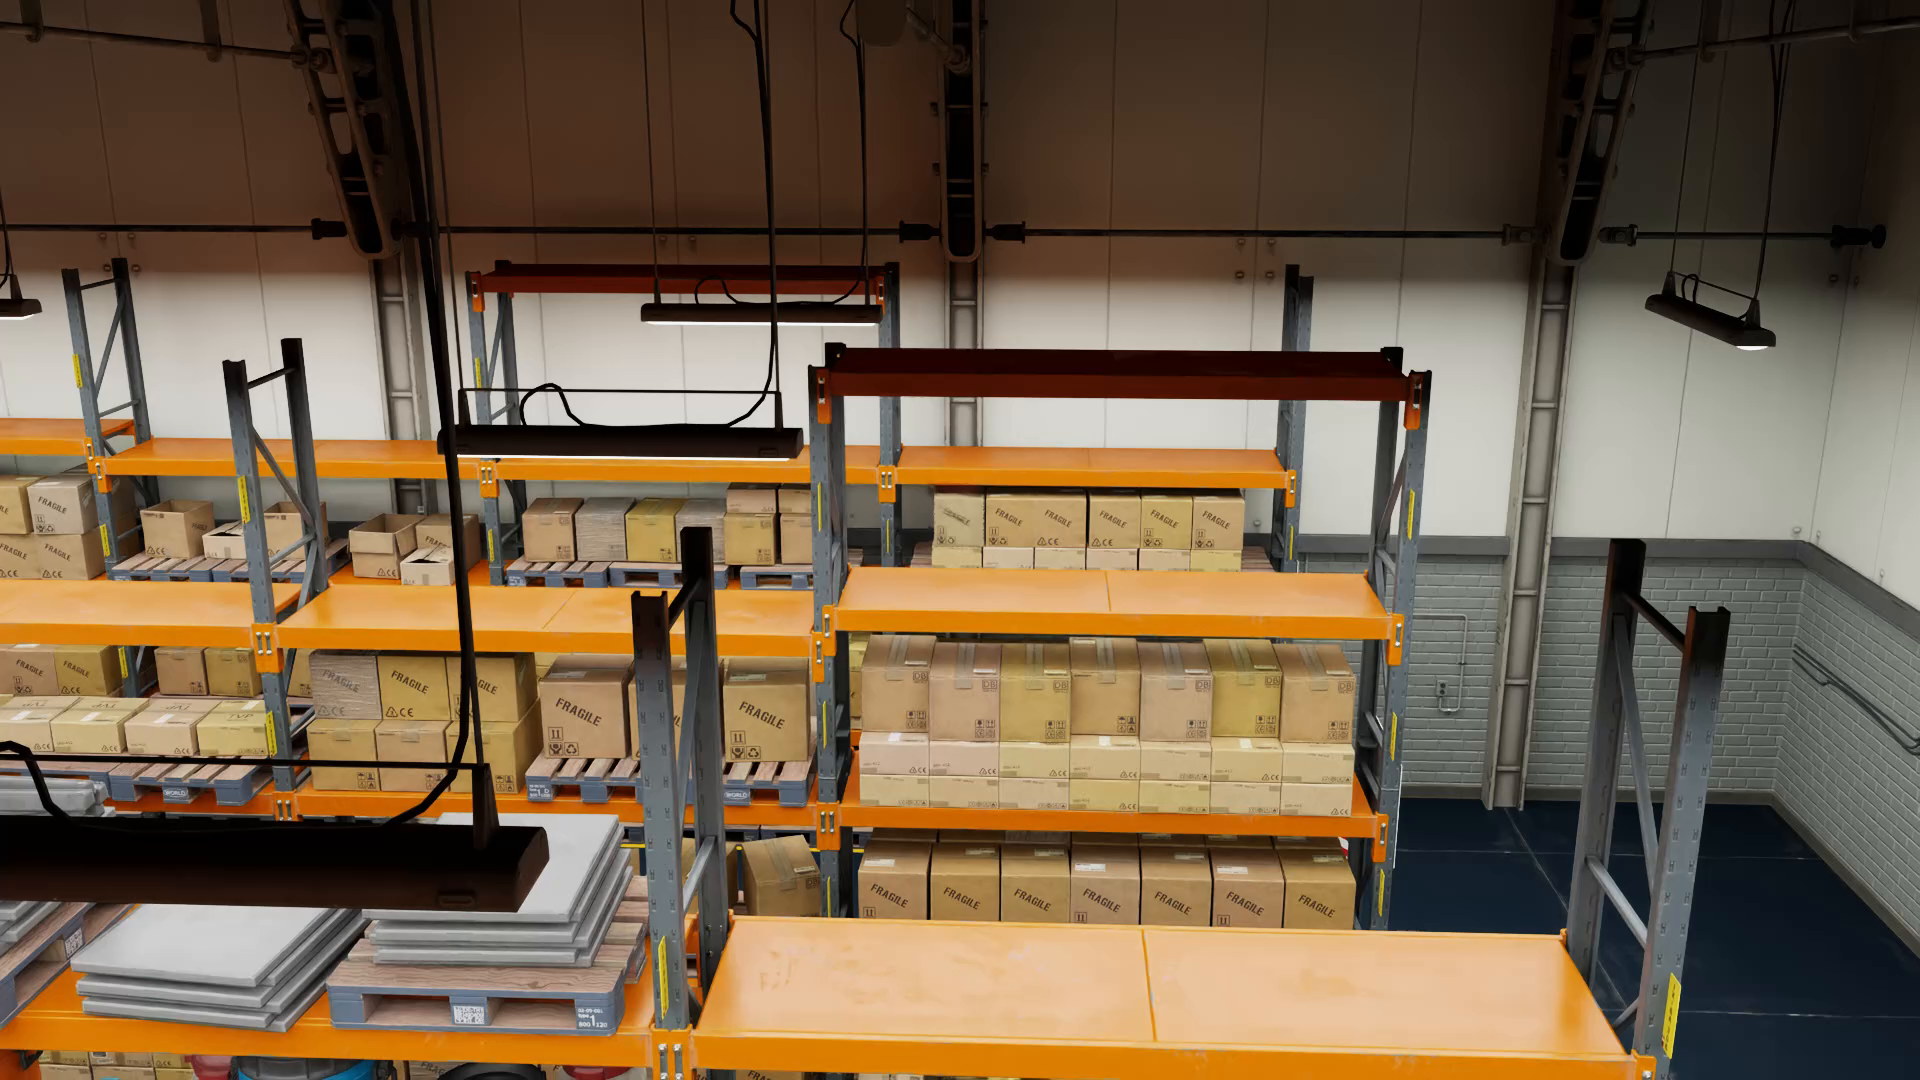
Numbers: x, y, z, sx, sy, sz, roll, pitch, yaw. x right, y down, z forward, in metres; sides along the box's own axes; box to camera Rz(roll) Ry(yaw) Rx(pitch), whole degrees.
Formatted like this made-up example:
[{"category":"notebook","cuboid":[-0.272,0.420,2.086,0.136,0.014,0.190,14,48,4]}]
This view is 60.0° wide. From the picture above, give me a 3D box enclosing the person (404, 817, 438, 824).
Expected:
[{"category":"person","cuboid":[-5.023,2.895,15.430,0.481,1.782,0.584,5,17,16]}]
